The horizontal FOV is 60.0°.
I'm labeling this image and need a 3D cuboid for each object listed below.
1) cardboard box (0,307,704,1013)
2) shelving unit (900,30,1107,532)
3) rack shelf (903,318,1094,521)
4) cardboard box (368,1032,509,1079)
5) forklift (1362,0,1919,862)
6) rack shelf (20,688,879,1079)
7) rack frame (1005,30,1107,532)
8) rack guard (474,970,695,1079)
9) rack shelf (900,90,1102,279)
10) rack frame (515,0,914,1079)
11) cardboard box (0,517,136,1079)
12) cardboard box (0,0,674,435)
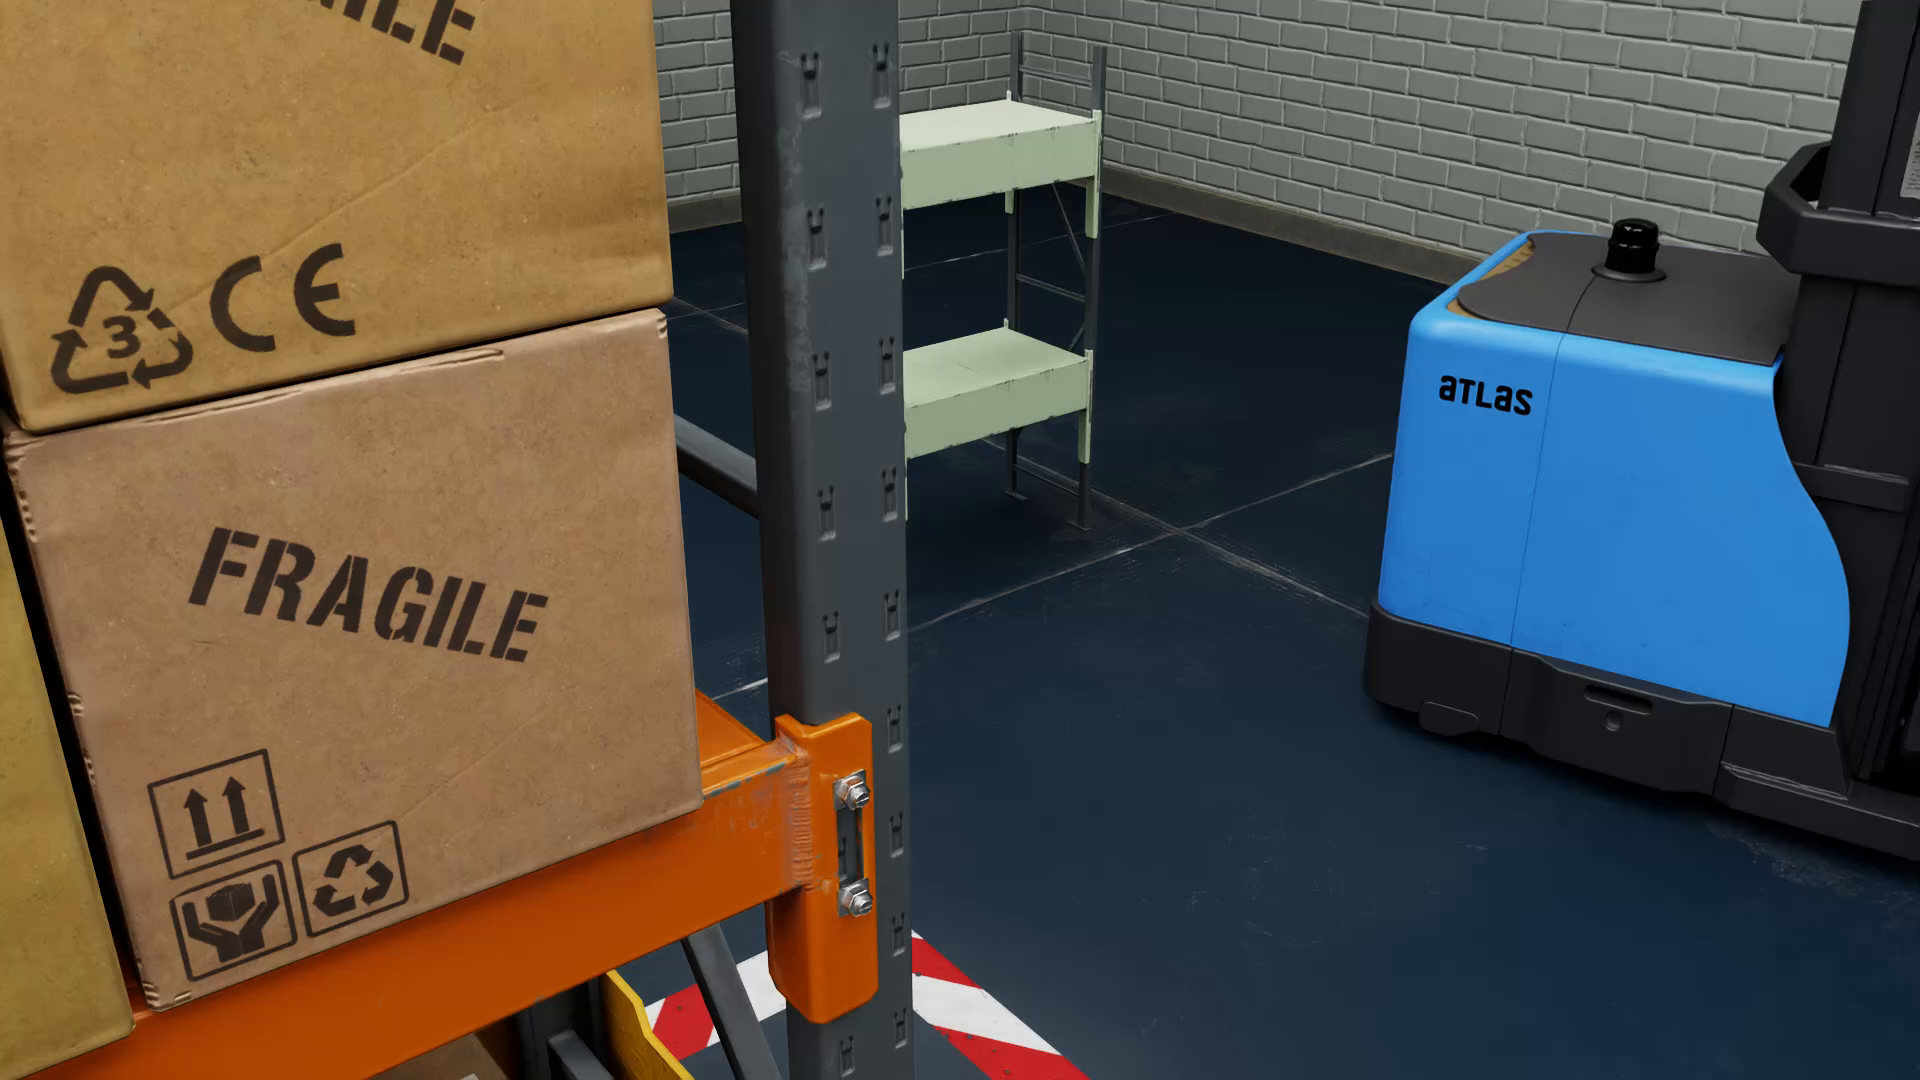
[{"bbox_3d":[-0.592,0.012,1.543,0.500,0.500,0.500,-17,30,-32],"label":"cardboard box"},{"bbox_3d":[-0.005,-0.679,4.931,0.755,1.500,0.431,-18,31,-34],"label":"shelving unit"},{"bbox_3d":[-0.005,-0.383,5.068,0.720,0.370,0.431,-18,31,-34],"label":"rack shelf"},{"bbox_3d":[-0.684,1.008,1.962,0.500,0.500,0.500,-18,31,-34],"label":"cardboard box"},{"bbox_3d":[2.551,-0.715,3.309,3.031,2.935,1.130,15,29,29],"label":"forklift"},{"bbox_3d":[-1.982,0.696,1.041,4.000,0.370,1.077,-18,31,-34],"label":"rack shelf"},{"bbox_3d":[0.283,-0.774,5.135,0.023,1.500,0.400,-18,31,-34],"label":"rack frame"},{"bbox_3d":[-0.468,1.004,2.493,0.348,0.500,1.175,-18,31,-34],"label":"rack guard"},{"bbox_3d":[-0.005,-1.033,4.766,0.720,0.370,0.431,-18,31,-34],"label":"rack shelf"},{"bbox_3d":[-0.410,-0.151,2.011,0.053,2.616,0.949,-18,31,-34],"label":"rack frame"},{"bbox_3d":[-0.999,0.148,1.250,0.500,0.500,0.500,-18,30,-34],"label":"cardboard box"},{"bbox_3d":[-0.588,-0.442,1.332,0.500,0.500,0.500,-19,31,-34],"label":"cardboard box"}]
